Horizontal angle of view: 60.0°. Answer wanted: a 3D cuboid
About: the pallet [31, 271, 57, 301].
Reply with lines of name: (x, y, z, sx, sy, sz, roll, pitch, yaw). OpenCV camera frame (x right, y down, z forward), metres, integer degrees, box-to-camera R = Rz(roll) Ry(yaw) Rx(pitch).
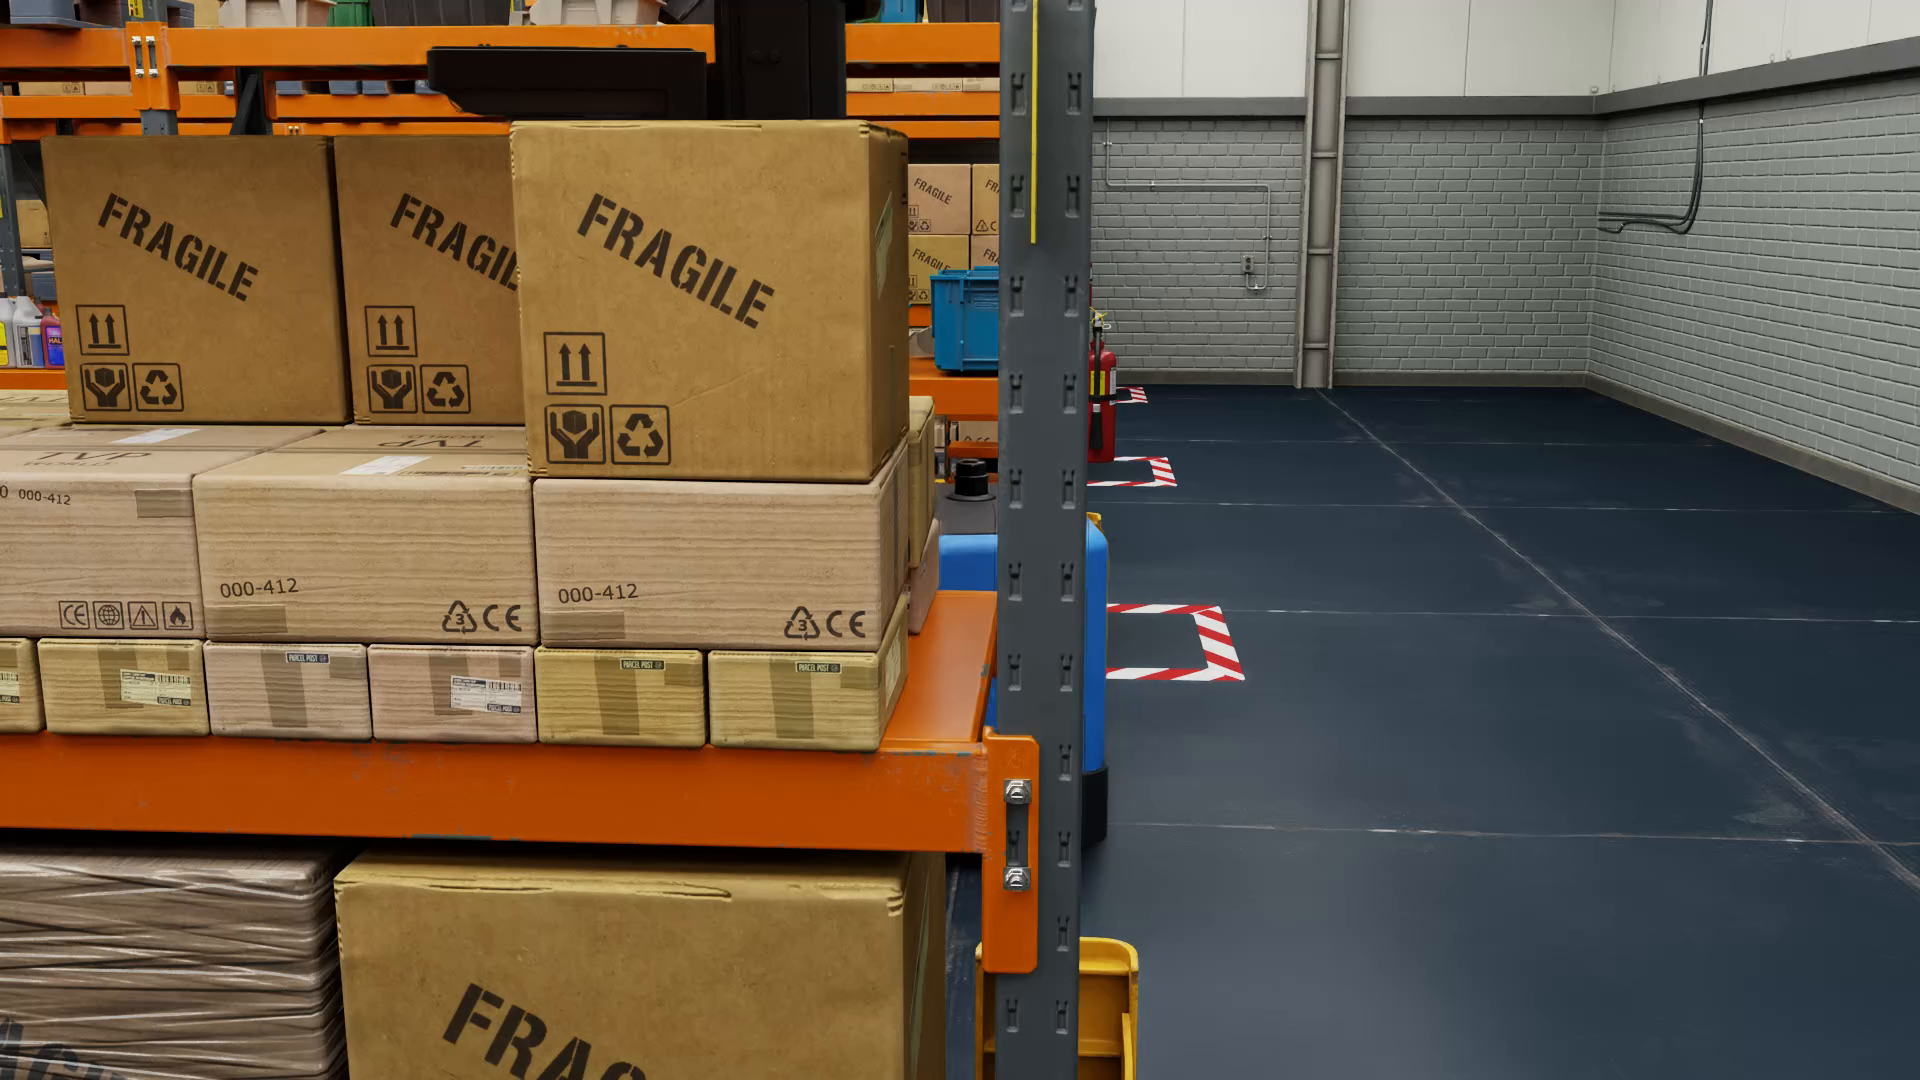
pallet: (-6.486, -2.032, 13.122, 1.003, 0.211, 1.213, 1, 12, 4)

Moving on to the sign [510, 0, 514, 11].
sign: (-3.209, -3.866, 11.874, 0.005, 0.325, 0.100, 1, 12, 4)

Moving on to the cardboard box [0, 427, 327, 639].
cardboard box: (-1.366, -0.026, 2.705, 0.500, 0.250, 0.500, 0, 12, 2)

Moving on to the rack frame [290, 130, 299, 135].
rack frame: (-6.840, -3.132, 17.917, 0.127, 3.000, 1.000, 1, 12, 4)

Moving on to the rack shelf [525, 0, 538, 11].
rack shelf: (-4.844, -5.494, 17.286, 4.000, 0.370, 1.077, 1, 12, 4)

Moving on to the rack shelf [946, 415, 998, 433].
rack shelf: (0.165, -0.738, 10.102, 0.480, 0.148, 0.258, 1, 12, 4)

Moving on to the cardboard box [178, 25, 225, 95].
cardboard box: (-5.702, -3.624, 12.698, 0.500, 0.500, 0.910, 1, 12, 4)

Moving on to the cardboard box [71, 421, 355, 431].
cardboard box: (-1.331, -0.134, 3.225, 0.500, 0.250, 0.500, 0, 12, 2)

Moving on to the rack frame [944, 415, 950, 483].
rack frame: (-0.078, -0.588, 10.150, 0.015, 1.200, 0.240, 1, 12, 4)

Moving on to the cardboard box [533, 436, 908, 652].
cardboard box: (-0.352, -0.012, 2.638, 0.500, 0.250, 0.500, 1, 12, 3)

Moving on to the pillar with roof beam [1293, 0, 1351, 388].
pillar with roof beam: (3.607, -5.220, 13.243, 0.400, 9.000, 9.100, 1, 12, 4)

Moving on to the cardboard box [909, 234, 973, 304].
cardboard box: (-0.168, -2.017, 12.339, 0.500, 0.500, 0.500, 1, 12, 4)

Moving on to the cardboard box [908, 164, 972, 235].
cardboard box: (-0.151, -2.506, 12.235, 0.500, 0.500, 0.500, 1, 12, 5)

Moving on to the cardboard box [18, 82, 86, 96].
cardboard box: (-6.729, -3.638, 12.766, 0.500, 0.500, 0.910, 1, 12, 4)

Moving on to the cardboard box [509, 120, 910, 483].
cardboard box: (-0.354, -0.379, 2.564, 0.500, 0.500, 0.500, 1, 12, 4)

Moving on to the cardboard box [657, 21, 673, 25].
cardboard box: (-2.208, -3.641, 12.169, 0.500, 0.250, 0.500, 1, 12, 4)

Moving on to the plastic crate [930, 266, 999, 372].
plastic crate: (0.134, -1.012, 7.548, 0.499, 0.435, 0.616, 1, 12, 4)

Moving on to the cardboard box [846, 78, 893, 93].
cardboard box: (-0.713, -3.372, 12.103, 0.500, 0.250, 0.500, 1, 12, 4)

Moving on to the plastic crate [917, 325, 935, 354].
plastic crate: (-0.058, -0.991, 8.178, 0.298, 0.136, 0.250, 1, 12, 4)

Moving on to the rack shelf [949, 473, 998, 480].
rack shelf: (0.165, -0.363, 10.181, 0.457, 0.050, 0.221, 1, 12, 4)

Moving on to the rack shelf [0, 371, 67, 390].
rack shelf: (-5.506, -0.729, 8.184, 4.000, 0.370, 1.077, 1, 12, 4)

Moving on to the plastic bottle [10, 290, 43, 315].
plastic bottle: (-4.440, -1.005, 7.866, 0.185, 0.351, 0.144, 1, 12, 4)

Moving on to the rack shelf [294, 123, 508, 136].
rack shelf: (-4.844, -4.221, 17.552, 4.000, 0.370, 1.077, 1, 12, 4)

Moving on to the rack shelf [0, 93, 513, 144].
rack shelf: (-5.171, -3.209, 12.714, 4.000, 0.370, 1.077, 1, 12, 4)

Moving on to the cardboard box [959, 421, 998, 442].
cardboard box: (0.256, -0.960, 12.561, 0.500, 0.500, 0.500, 1, 12, 4)

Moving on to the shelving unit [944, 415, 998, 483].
shelving unit: (0.163, -0.585, 10.135, 0.499, 1.200, 0.258, 1, 12, 4)

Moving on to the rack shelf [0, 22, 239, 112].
rack shelf: (-5.506, -2.197, 7.877, 4.000, 0.370, 1.077, 1, 12, 4)

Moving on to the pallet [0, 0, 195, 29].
pallet: (-6.198, -1.587, 10.504, 5.144, 3.011, 6.198, 1, 12, 4)

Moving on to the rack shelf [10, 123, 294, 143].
rack shelf: (-8.835, -4.276, 17.814, 4.000, 0.370, 1.077, 1, 12, 4)

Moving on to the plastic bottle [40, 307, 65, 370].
plastic bottle: (-4.159, -0.930, 7.672, 0.133, 0.283, 0.061, 1, 12, 4)

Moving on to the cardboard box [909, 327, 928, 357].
cardboard box: (-0.564, -2.008, 17.619, 0.500, 0.500, 0.700, 0, 12, 2)

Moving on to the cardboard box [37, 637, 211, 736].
cardboard box: (-1.247, 0.184, 2.674, 0.250, 0.149, 0.380, 1, 12, 2)

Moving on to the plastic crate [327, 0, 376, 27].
plastic crate: (-3.068, -2.474, 7.962, 0.662, 0.188, 0.450, 1, 12, 4)

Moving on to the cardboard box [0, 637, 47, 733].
cardboard box: (-1.506, 0.181, 2.690, 0.250, 0.149, 0.380, 1, 12, 4)

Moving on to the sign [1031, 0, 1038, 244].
sign: (0.099, -0.559, 2.209, 0.005, 0.325, 0.100, 1, 12, 4)

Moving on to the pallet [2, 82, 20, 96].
pallet: (-7.850, -3.487, 12.748, 1.003, 0.211, 1.213, 1, 12, 6)

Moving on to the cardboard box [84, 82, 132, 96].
cardboard box: (-6.220, -3.631, 12.732, 0.500, 0.500, 0.910, 1, 12, 4)

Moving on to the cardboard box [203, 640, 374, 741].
cardboard box: (-0.988, 0.188, 2.658, 0.250, 0.149, 0.380, 1, 12, 5)

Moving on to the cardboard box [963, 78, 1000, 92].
cardboard box: (0.285, -3.359, 12.040, 0.500, 0.250, 0.500, 1, 12, 4)

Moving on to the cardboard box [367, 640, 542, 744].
cardboard box: (-0.739, 0.191, 2.641, 0.250, 0.149, 0.380, 1, 12, 4)

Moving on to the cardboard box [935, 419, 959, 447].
cardboard box: (-0.142, -0.820, 12.710, 0.250, 0.166, 0.380, 1, 12, 4)

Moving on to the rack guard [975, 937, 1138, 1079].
rack guard: (0.174, 1.237, 3.135, 0.348, 0.500, 1.175, 1, 12, 4)

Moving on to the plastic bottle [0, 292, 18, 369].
plastic bottle: (-4.449, -0.975, 7.725, 0.185, 0.351, 0.144, 1, 12, 4)

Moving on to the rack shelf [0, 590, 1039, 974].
rack shelf: (-1.846, 0.338, 3.085, 4.000, 0.370, 1.077, 1, 12, 4)

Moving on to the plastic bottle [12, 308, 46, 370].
plastic bottle: (-4.290, -0.937, 7.726, 0.135, 0.276, 0.152, 1, 12, 4)

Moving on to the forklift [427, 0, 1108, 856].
forklift: (-1.074, -0.473, 5.369, 3.031, 2.935, 1.130, -1, 12, -5)

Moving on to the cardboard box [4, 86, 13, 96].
cardboard box: (-10.290, -4.886, 17.704, 0.500, 0.500, 0.500, 3, 12, 12)

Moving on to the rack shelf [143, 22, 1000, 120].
rack shelf: (-1.515, -2.142, 7.615, 4.000, 0.370, 1.077, 1, 12, 4)

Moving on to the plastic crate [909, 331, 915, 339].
plastic crate: (-0.345, -0.874, 7.615, 0.243, 0.136, 0.396, 1, 12, 4)

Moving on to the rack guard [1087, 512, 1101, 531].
rack guard: (0.505, 0.222, 7.985, 0.348, 0.500, 1.175, 1, 12, 4)

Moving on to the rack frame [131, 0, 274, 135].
rack frame: (-3.510, -1.054, 7.980, 0.127, 3.000, 1.000, 1, 12, 4)

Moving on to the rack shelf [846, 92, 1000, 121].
rack shelf: (-1.180, -3.154, 12.453, 4.000, 0.370, 1.077, 1, 12, 4)

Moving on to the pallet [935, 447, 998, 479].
pallet: (-27.335, -2.474, 0.118, 54.027, 8.999, 28.867, 1, 12, 4)

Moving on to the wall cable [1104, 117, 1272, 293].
wall cable: (2.483, -3.696, 18.130, 1.851, 1.984, 0.084, 1, 12, 4)

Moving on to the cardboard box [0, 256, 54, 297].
cardboard box: (-7.527, -2.091, 13.154, 0.500, 0.311, 0.500, 2, 12, 7)
